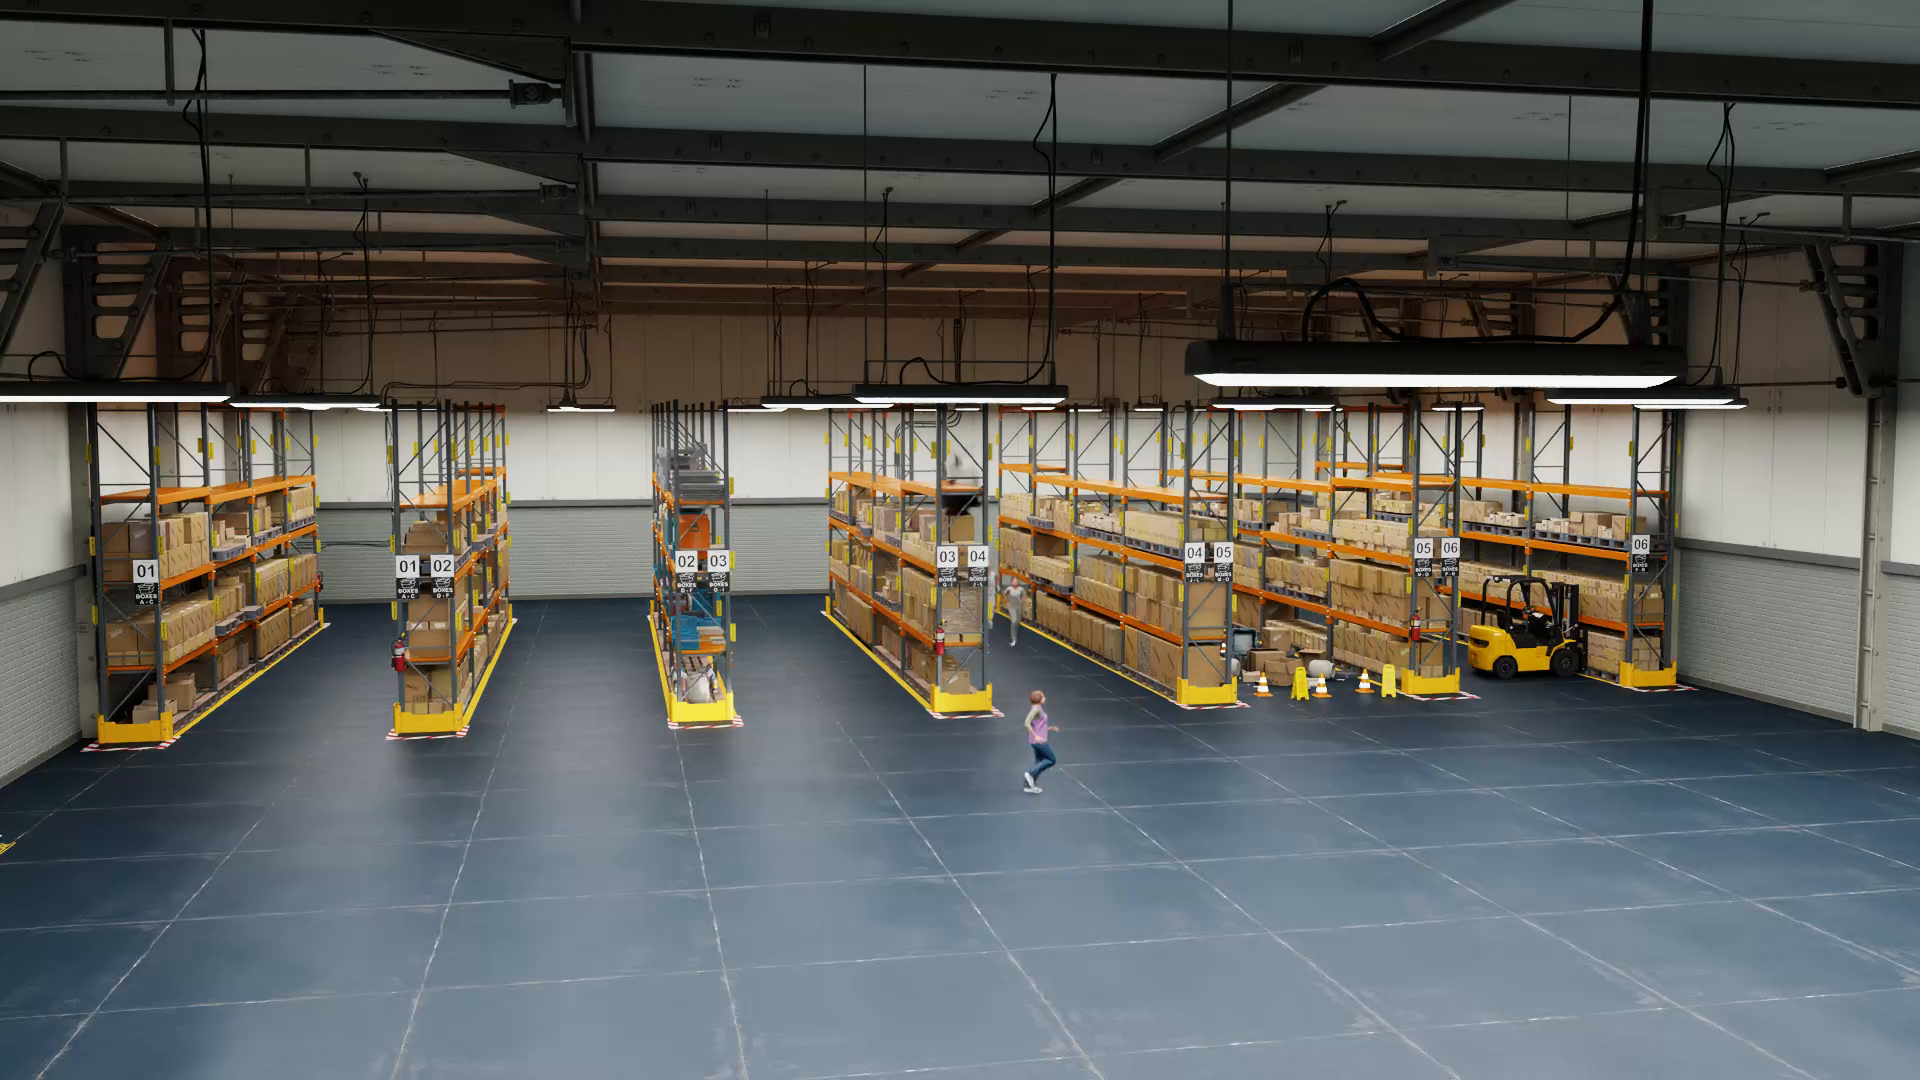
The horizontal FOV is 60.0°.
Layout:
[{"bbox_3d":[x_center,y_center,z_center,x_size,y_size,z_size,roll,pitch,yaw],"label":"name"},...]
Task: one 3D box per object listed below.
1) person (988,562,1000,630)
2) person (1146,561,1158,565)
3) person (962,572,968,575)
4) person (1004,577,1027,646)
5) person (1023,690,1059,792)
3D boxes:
[{"bbox_3d":[0.743,1.472,44.591,0.668,1.789,0.986,-1,4,-11],"label":"person"},{"bbox_3d":[5.864,1.072,51.054,0.851,1.553,0.595,1,4,16],"label":"person"},{"bbox_3d":[0.210,1.201,49.264,0.634,1.620,0.689,4,6,44],"label":"person"},{"bbox_3d":[1.392,1.735,41.567,0.565,1.672,0.840,-1,4,-9],"label":"person"},{"bbox_3d":[1.226,3.046,25.126,0.549,1.559,0.522,0,4,2],"label":"person"}]
